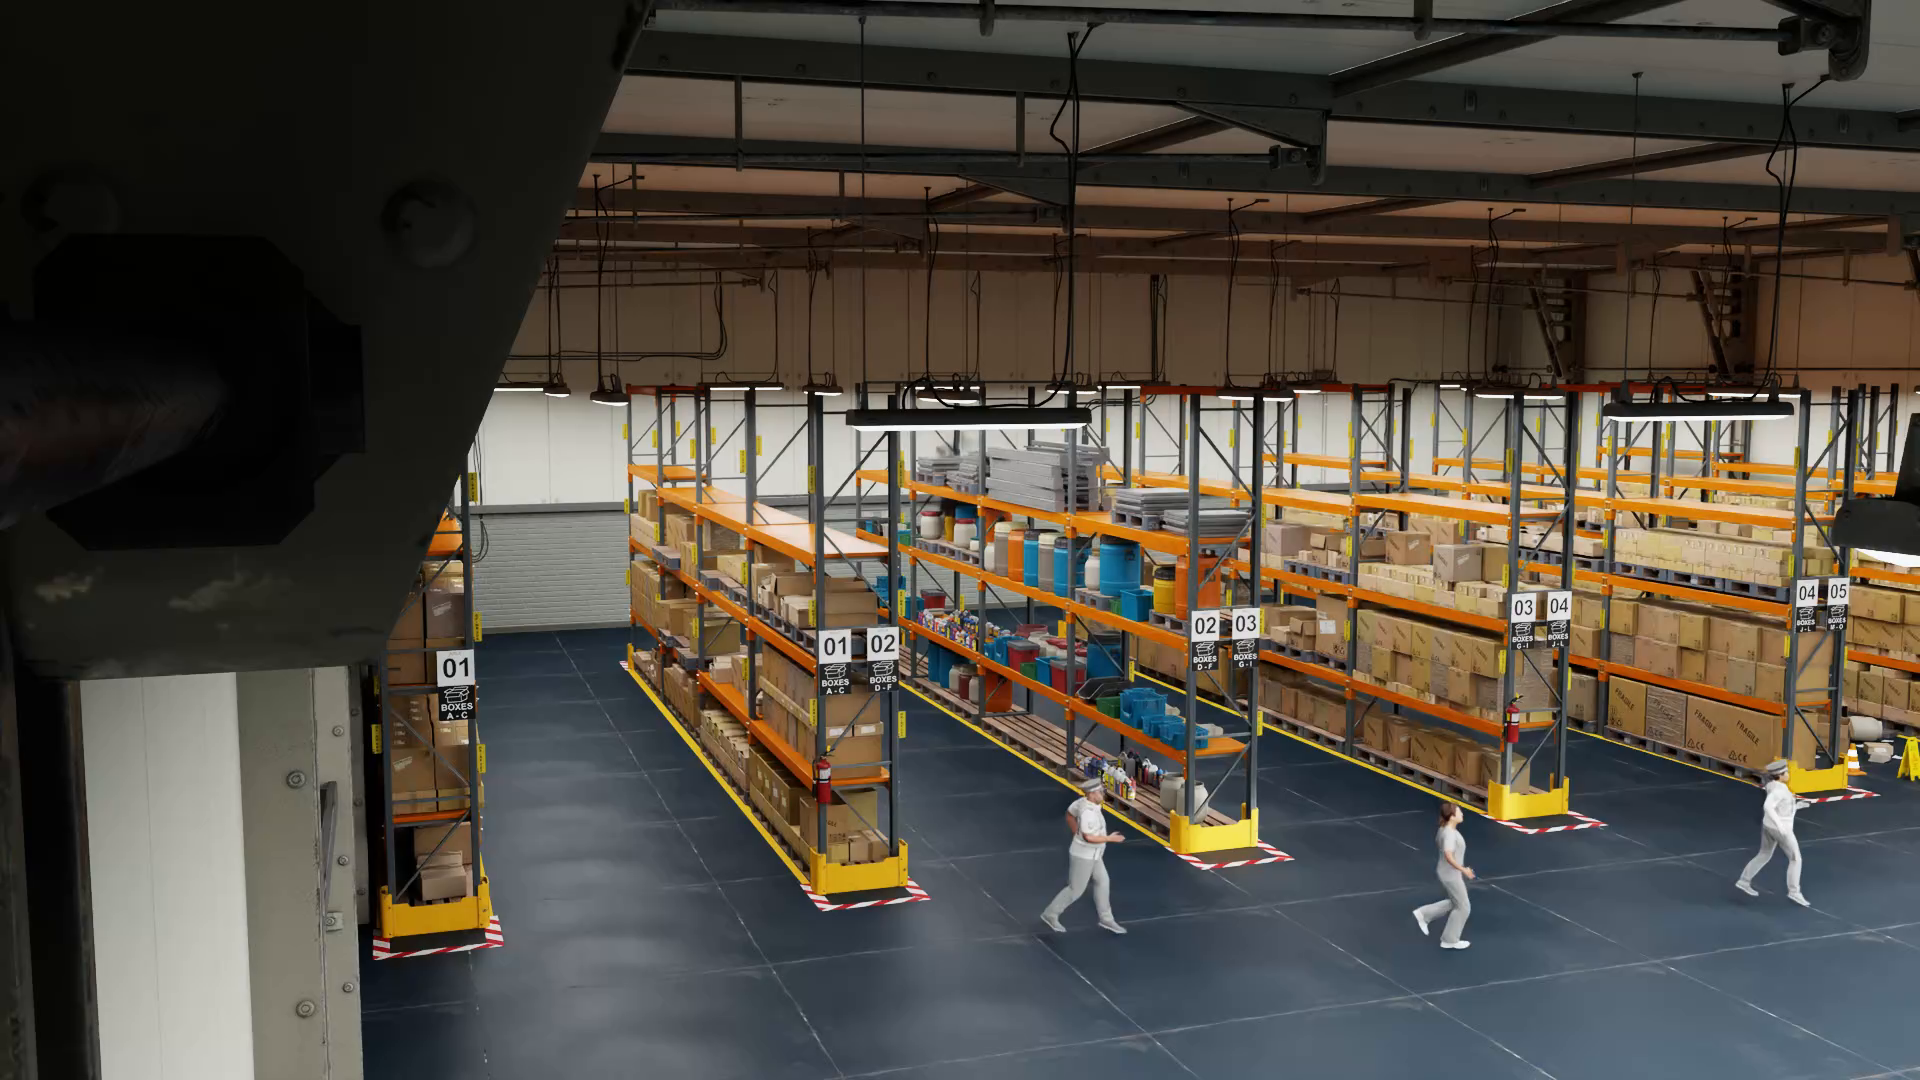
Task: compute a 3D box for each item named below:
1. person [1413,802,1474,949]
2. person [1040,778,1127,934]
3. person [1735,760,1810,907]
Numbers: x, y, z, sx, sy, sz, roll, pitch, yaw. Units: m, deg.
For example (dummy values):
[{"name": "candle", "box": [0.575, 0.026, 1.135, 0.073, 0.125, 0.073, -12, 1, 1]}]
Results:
[{"name": "person", "box": [5.278, 3.649, 18.142, 0.601, 1.624, 0.608, 1, 6, 7]}, {"name": "person", "box": [1.399, 3.533, 18.539, 0.915, 1.792, 0.620, 1, 6, 10]}, {"name": "person", "box": [9.646, 3.441, 19.651, 0.791, 1.716, 0.587, 0, 6, 4]}]
